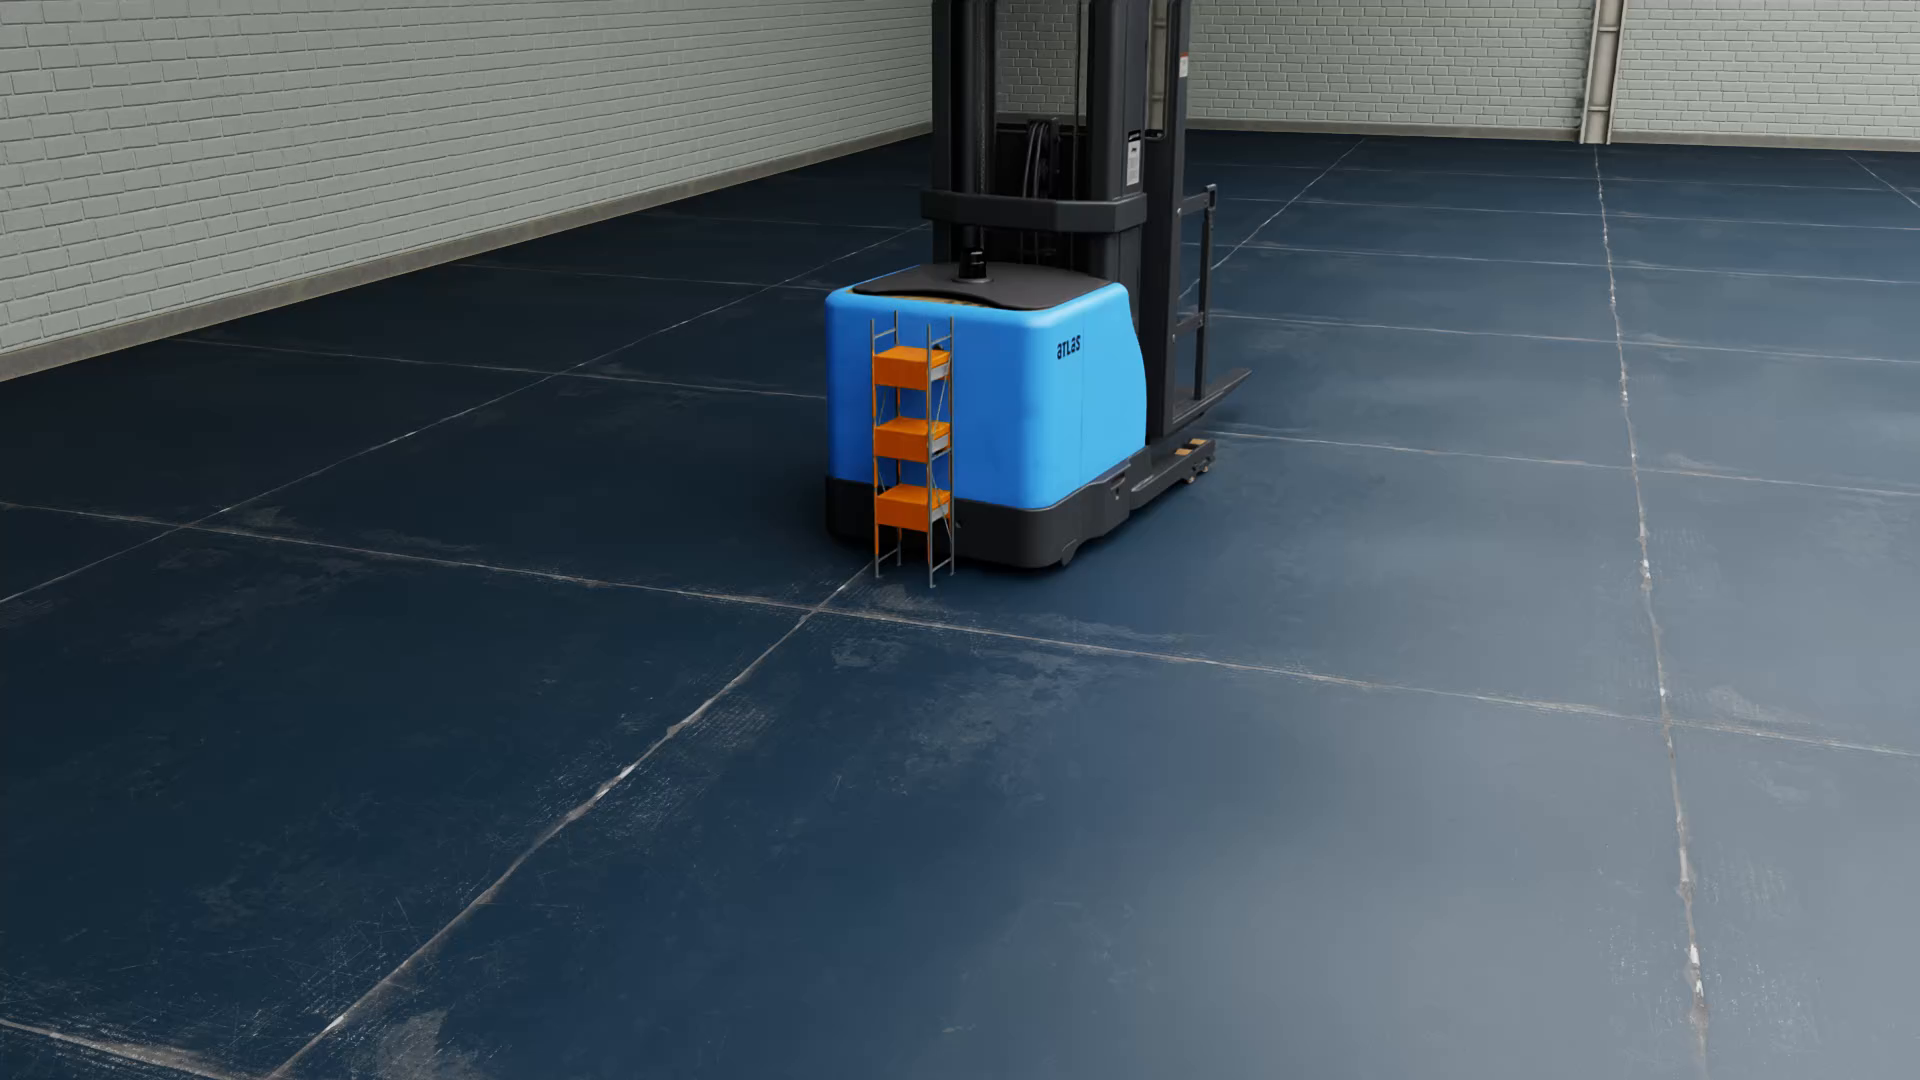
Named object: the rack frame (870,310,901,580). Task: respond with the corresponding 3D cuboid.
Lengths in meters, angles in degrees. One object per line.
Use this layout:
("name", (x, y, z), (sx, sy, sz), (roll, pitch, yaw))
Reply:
("rack frame", (-0.290, -0.367, 6.534), (0.008, 1.050, 0.200), (10, 21, 26))

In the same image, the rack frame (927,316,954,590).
("rack frame", (-0.073, -0.330, 6.428), (0.008, 1.050, 0.200), (10, 21, 26))

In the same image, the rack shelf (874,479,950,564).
("rack shelf", (-0.182, -0.076, 6.576), (0.240, 0.259, 0.215), (10, 21, 26))

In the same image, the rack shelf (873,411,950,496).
("rack shelf", (-0.182, -0.339, 6.485), (0.240, 0.259, 0.215), (10, 21, 26))

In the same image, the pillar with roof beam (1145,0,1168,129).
("pillar with roof beam", (1.502, -8.934, 19.034), (0.400, 9.000, 9.100), (7, 20, 18))

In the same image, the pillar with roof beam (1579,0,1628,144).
("pillar with roof beam", (7.170, -8.285, 17.174), (0.400, 9.000, 9.100), (7, 20, 18))

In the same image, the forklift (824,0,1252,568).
("forklift", (0.578, -1.713, 7.539), (1.130, 2.935, 3.031), (10, 22, 27))

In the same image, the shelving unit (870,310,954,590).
("shelving unit", (-0.182, -0.349, 6.481), (0.252, 1.050, 0.215), (10, 21, 26))

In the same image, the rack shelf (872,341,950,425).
("rack shelf", (-0.182, -0.607, 6.391), (0.240, 0.259, 0.215), (10, 21, 26))
